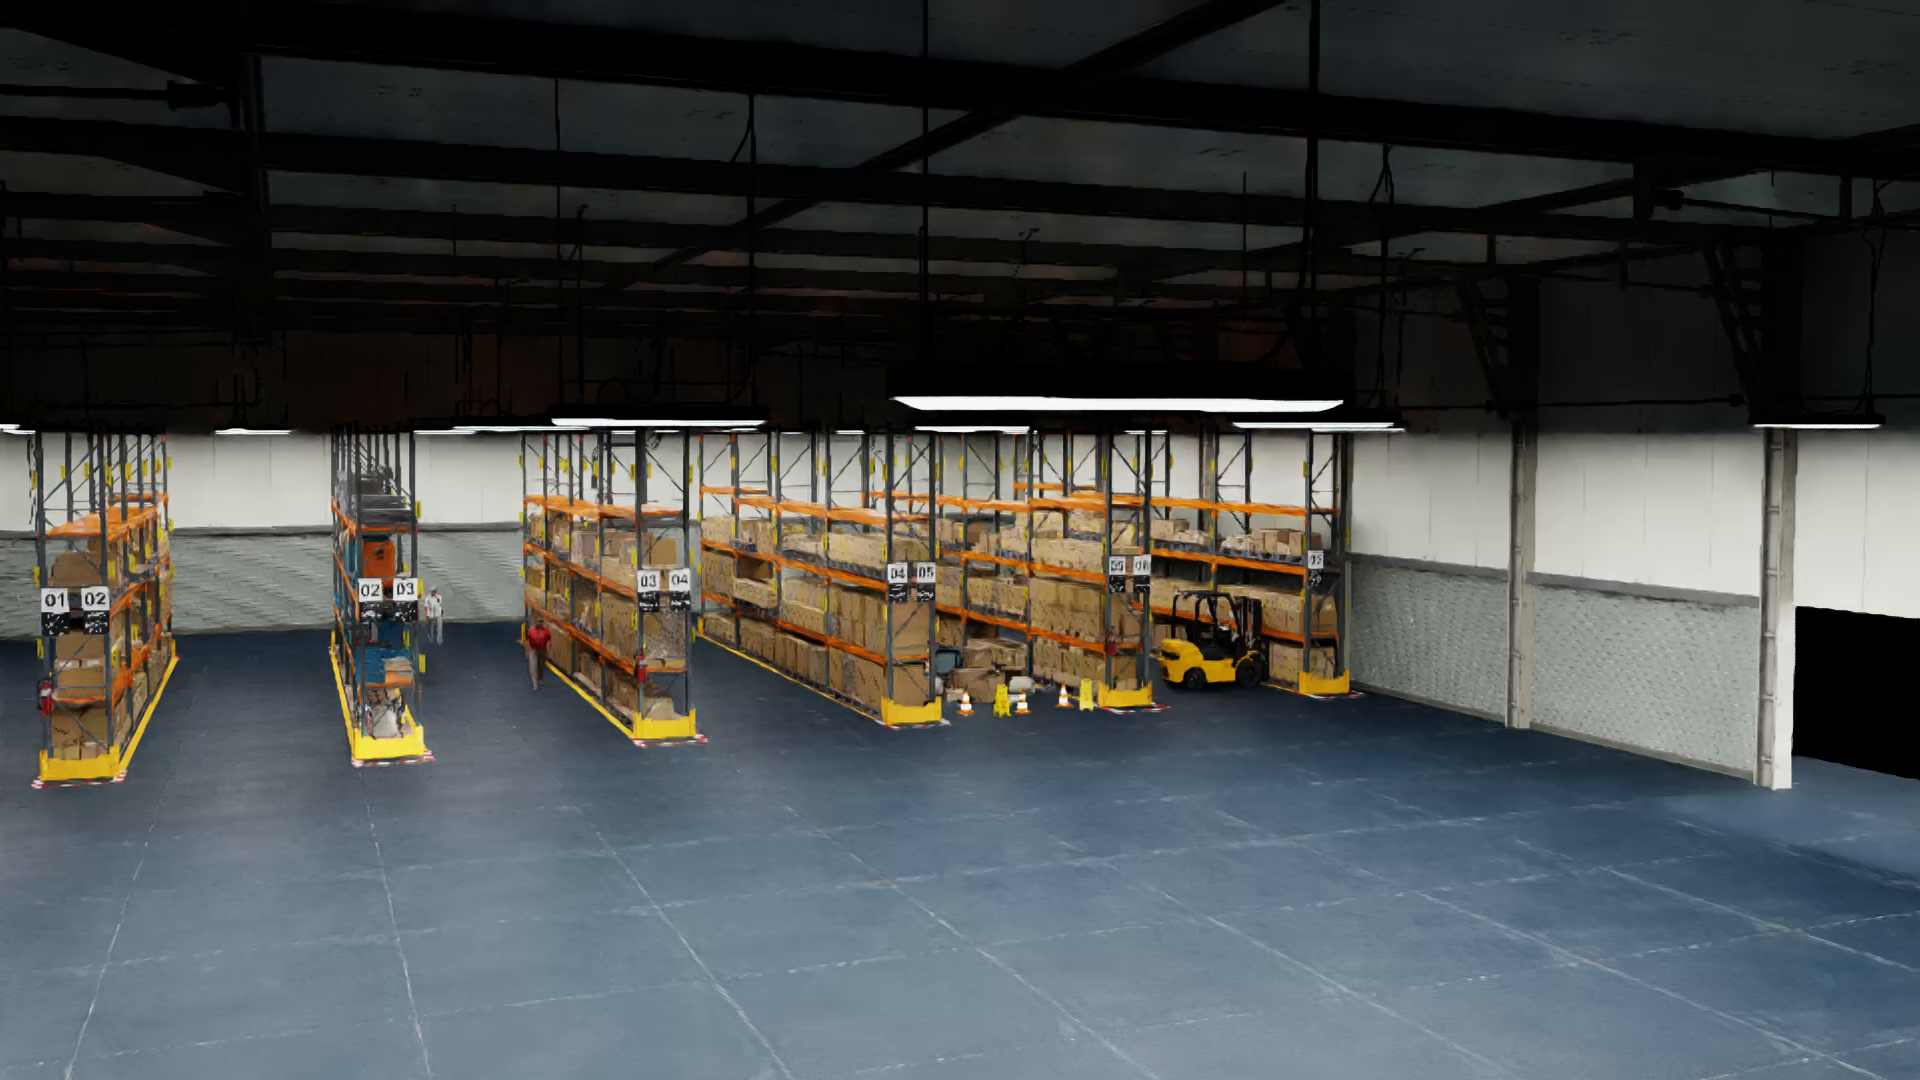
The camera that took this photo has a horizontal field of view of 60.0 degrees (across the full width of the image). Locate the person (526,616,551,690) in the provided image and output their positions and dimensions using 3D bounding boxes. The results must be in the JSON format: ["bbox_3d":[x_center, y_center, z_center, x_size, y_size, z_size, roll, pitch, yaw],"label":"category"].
[{"bbox_3d":[-9.514,2.529,37.590,0.541,1.642,1.116,-2,4,-24],"label":"person"}]

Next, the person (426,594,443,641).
[{"bbox_3d":[-14.500,2.137,45.904,0.453,1.318,0.919,-1,4,-20],"label":"person"}]

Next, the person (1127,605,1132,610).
[{"bbox_3d":[3.991,2.041,39.285,0.375,1.015,0.626,1,4,9],"label":"person"}]
